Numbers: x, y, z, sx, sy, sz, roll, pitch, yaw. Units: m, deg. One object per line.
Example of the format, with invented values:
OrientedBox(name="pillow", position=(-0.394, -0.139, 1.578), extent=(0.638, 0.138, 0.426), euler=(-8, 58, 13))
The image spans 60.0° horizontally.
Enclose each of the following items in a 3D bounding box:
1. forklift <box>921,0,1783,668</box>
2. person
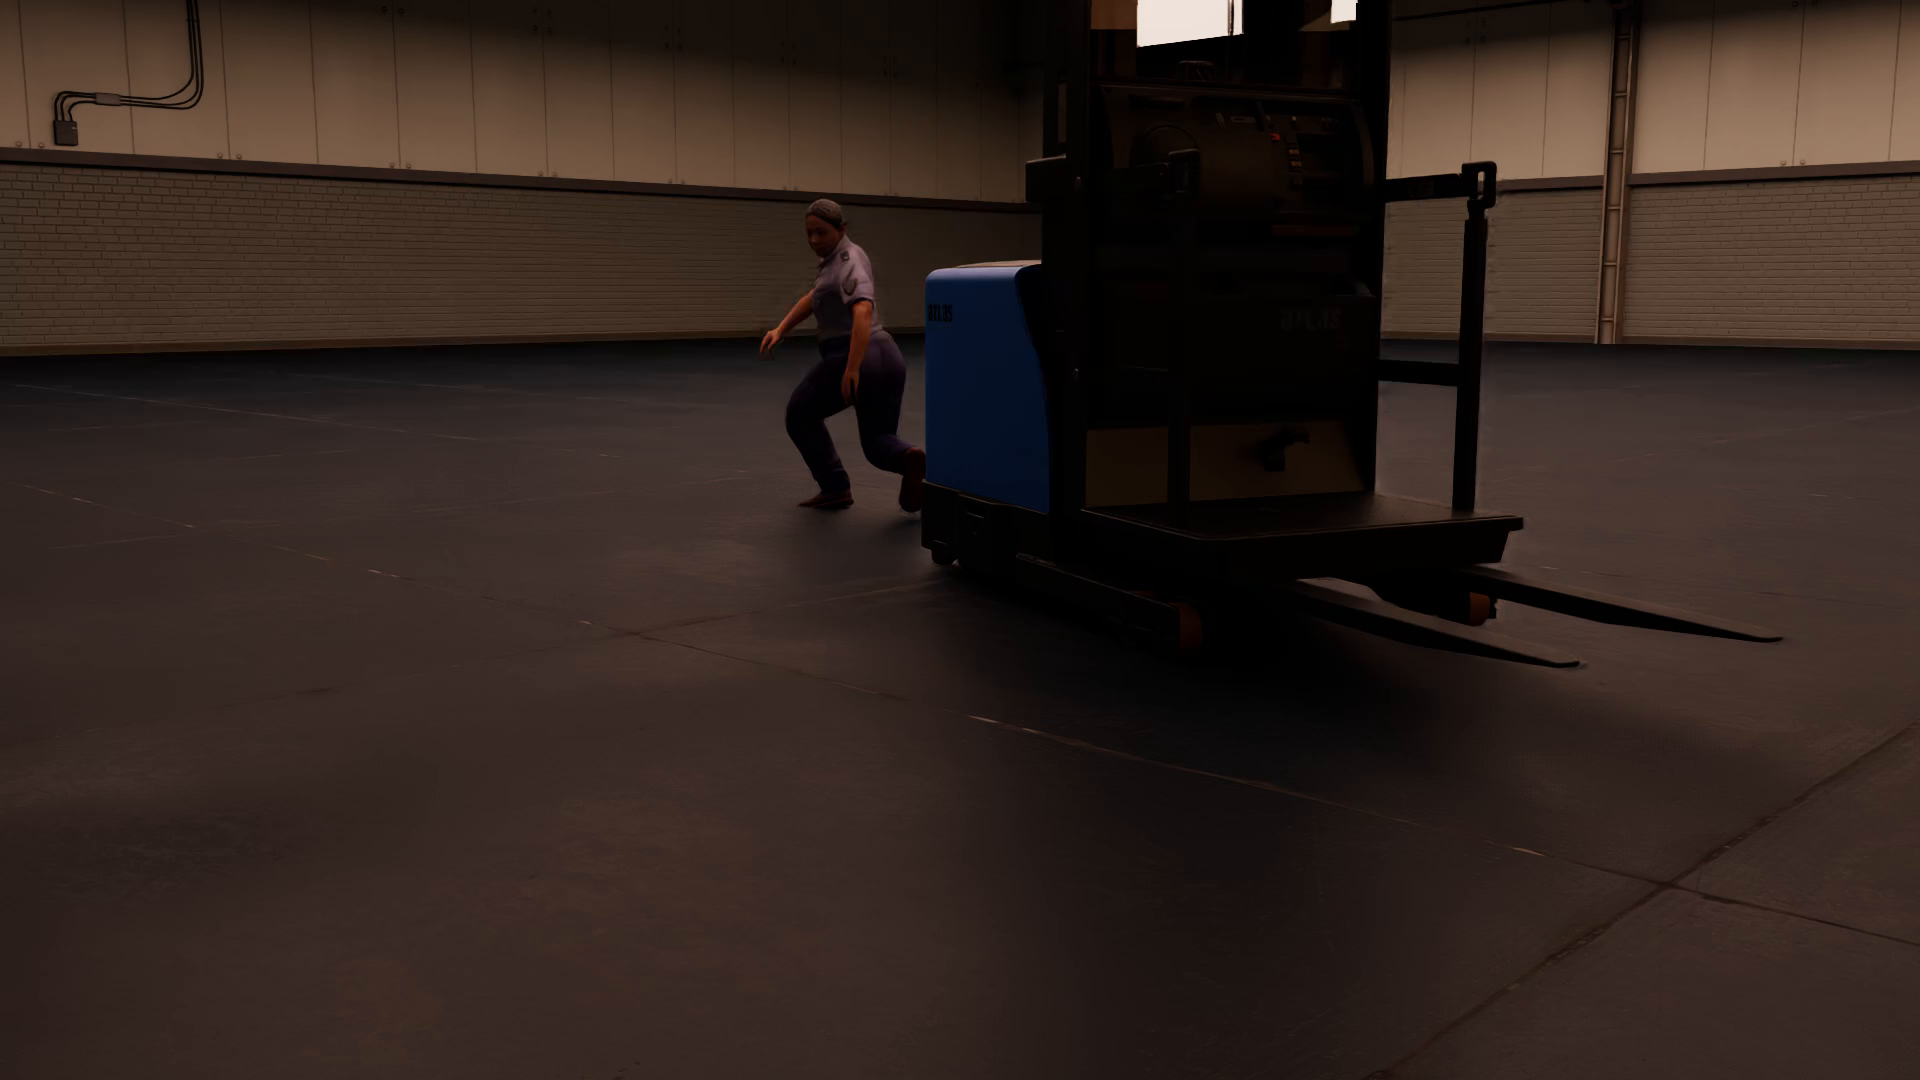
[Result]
OrientedBox(name="forklift", position=(0.929, -1.193, 4.794), extent=(1.130, 2.935, 3.031), euler=(-4, 9, -24))
OrientedBox(name="person", position=(-0.500, -0.810, 7.508), extent=(0.861, 1.428, 0.593), euler=(6, 10, 35))
